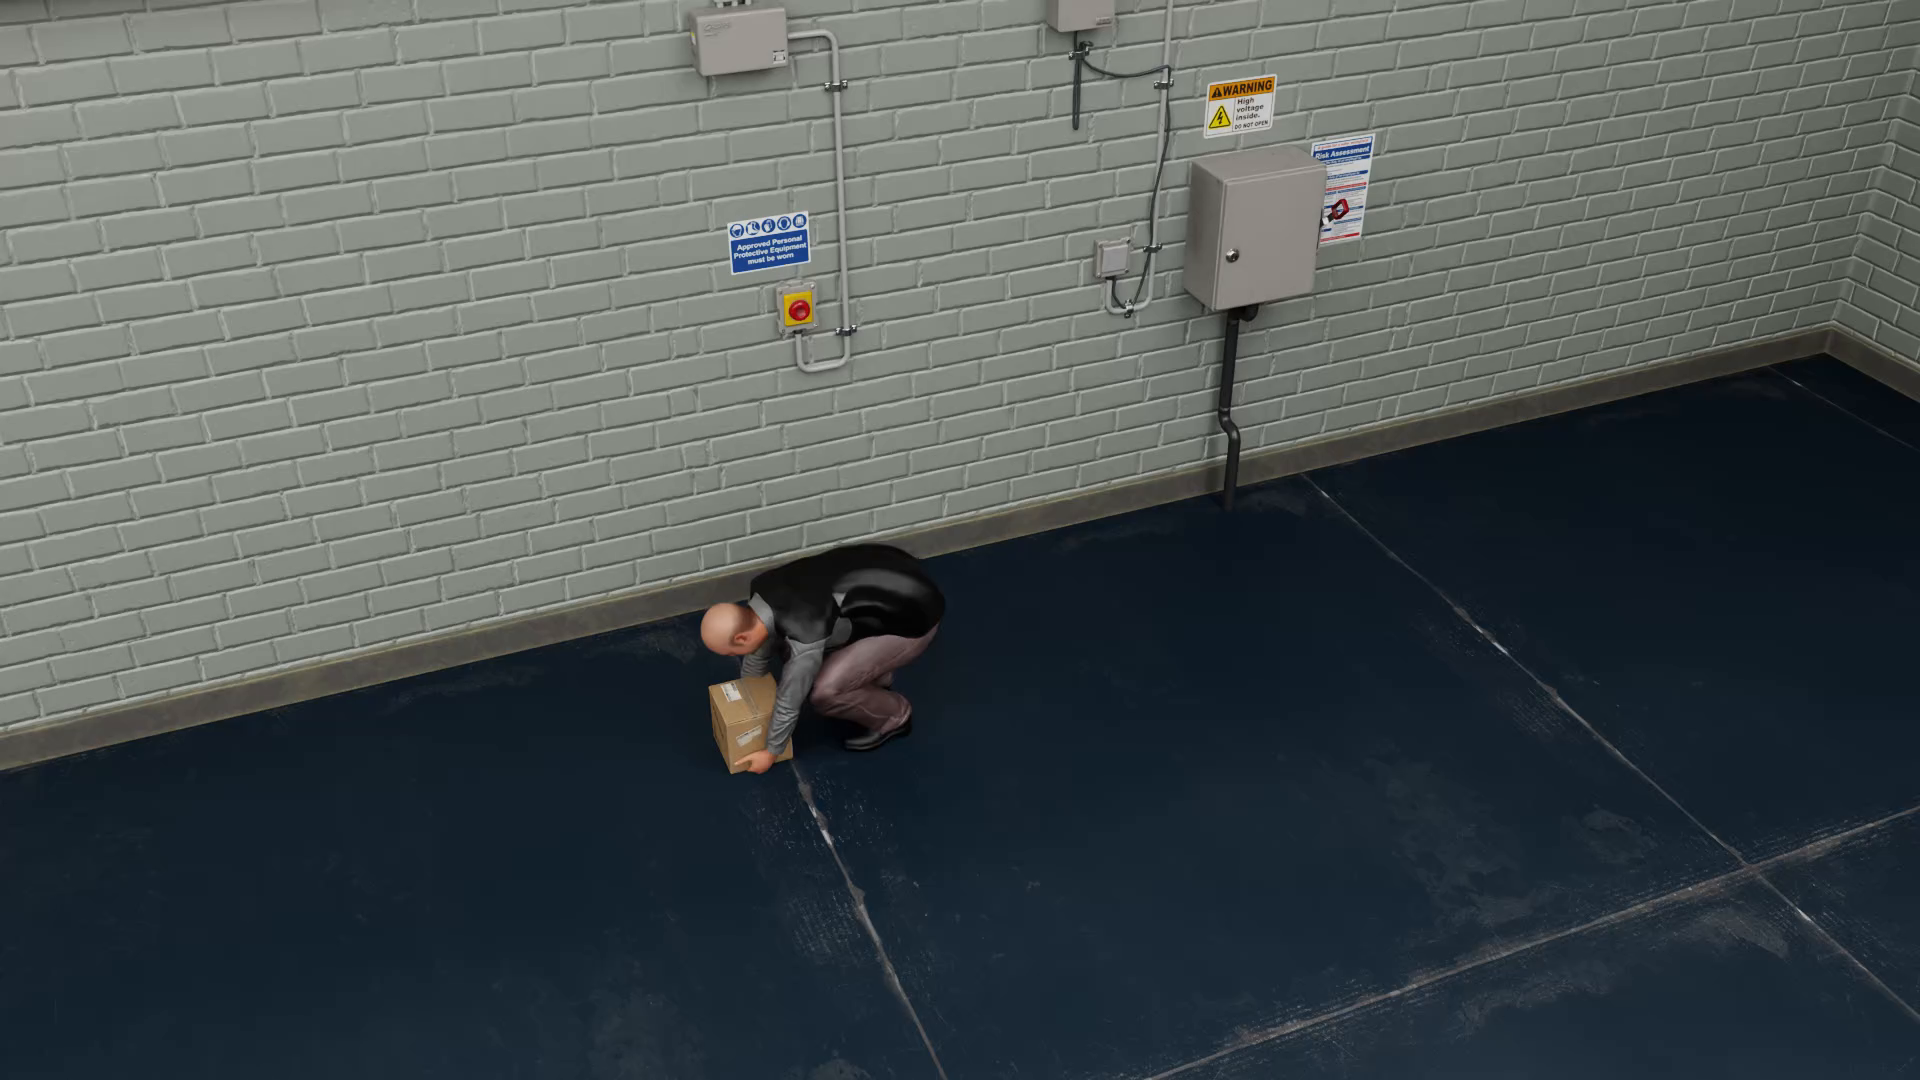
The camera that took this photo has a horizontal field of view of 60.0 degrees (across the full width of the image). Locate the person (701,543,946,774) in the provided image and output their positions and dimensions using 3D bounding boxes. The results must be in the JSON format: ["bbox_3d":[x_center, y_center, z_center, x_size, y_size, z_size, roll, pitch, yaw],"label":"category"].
[{"bbox_3d":[-0.524,0.430,6.384,0.942,0.795,0.505,-14,36,-20],"label":"person"}]
